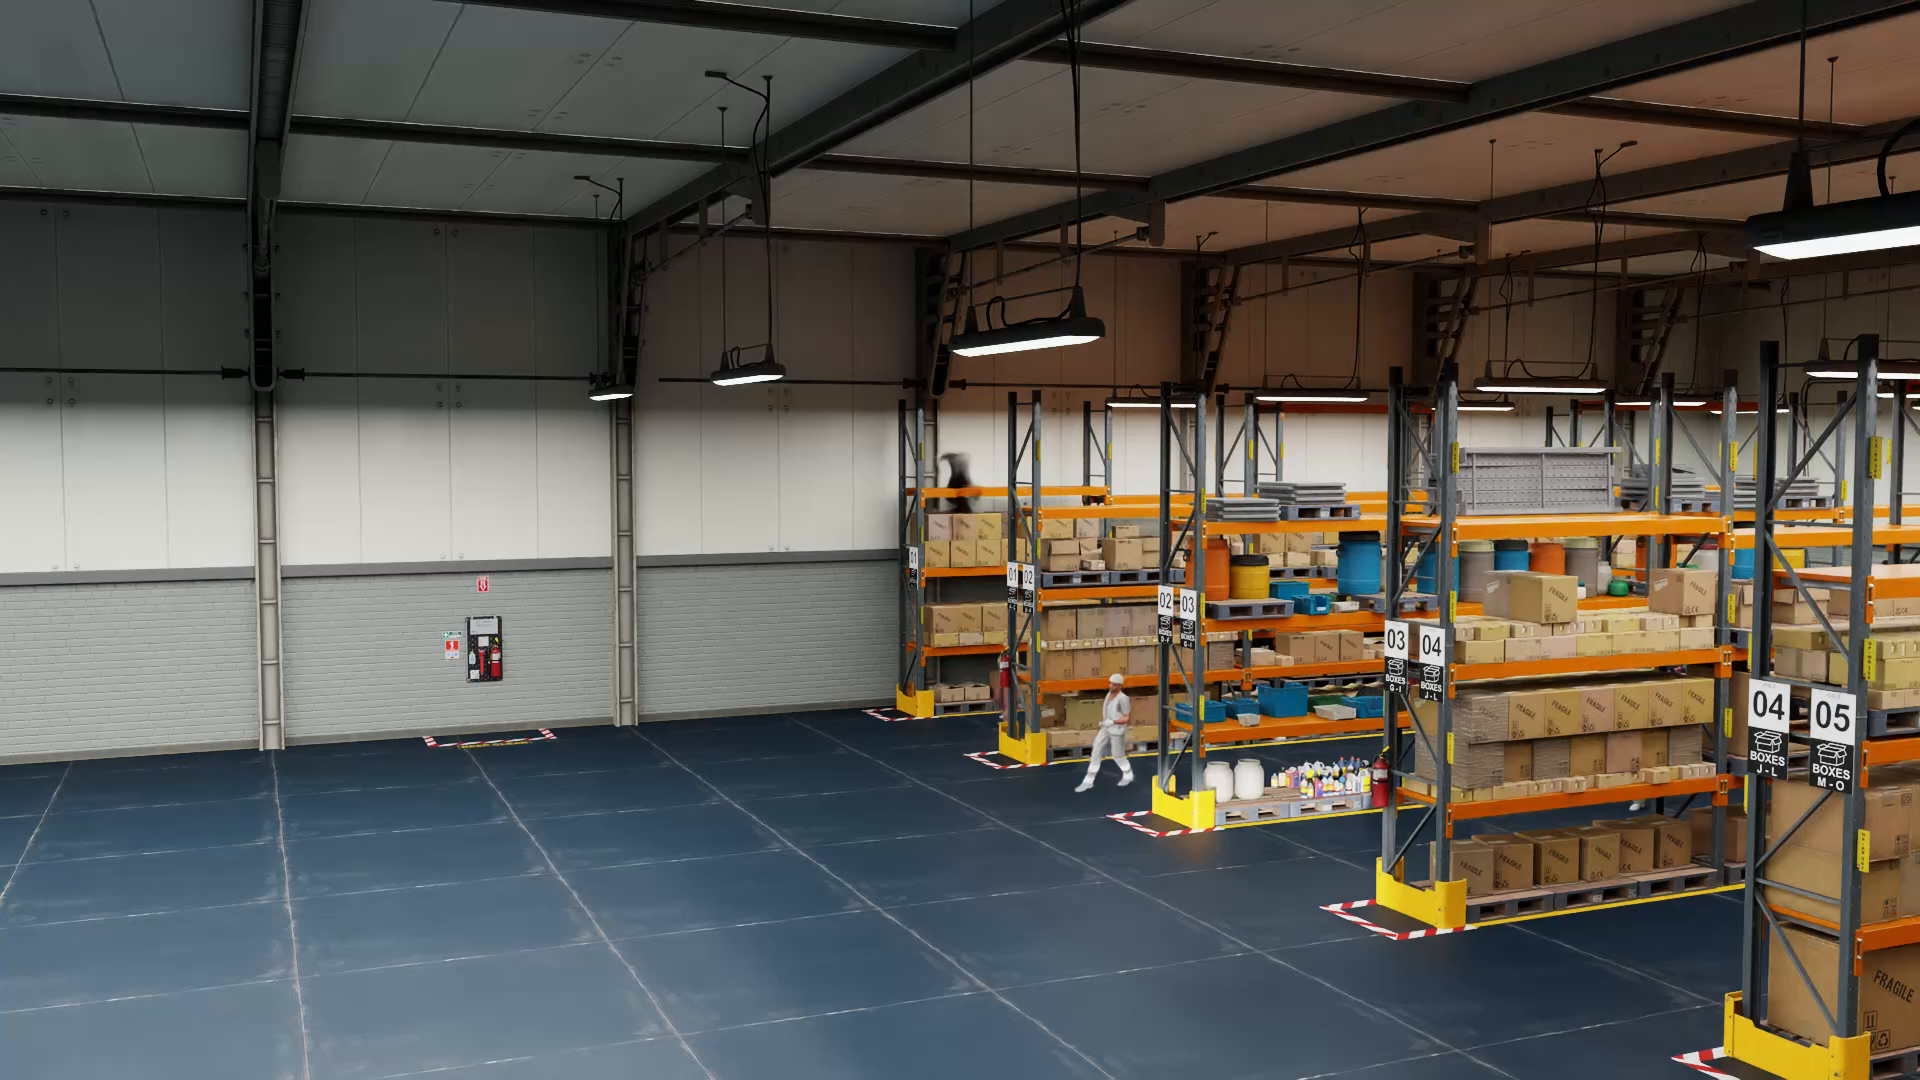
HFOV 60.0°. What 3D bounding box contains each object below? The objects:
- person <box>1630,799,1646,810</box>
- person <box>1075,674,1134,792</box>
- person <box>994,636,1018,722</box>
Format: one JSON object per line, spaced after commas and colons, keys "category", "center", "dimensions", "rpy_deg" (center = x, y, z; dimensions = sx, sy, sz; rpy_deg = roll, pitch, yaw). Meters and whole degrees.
{"category": "person", "center": [9.587, 3.000, 23.379], "dimensions": [0.663, 1.598, 0.531], "rpy_deg": [-3, 4, -41]}
{"category": "person", "center": [2.260, 2.814, 24.395], "dimensions": [0.973, 1.747, 0.714], "rpy_deg": [-3, 4, -38]}
{"category": "person", "center": [0.867, 2.558, 30.236], "dimensions": [0.567, 1.665, 0.615], "rpy_deg": [-3, 5, -44]}
